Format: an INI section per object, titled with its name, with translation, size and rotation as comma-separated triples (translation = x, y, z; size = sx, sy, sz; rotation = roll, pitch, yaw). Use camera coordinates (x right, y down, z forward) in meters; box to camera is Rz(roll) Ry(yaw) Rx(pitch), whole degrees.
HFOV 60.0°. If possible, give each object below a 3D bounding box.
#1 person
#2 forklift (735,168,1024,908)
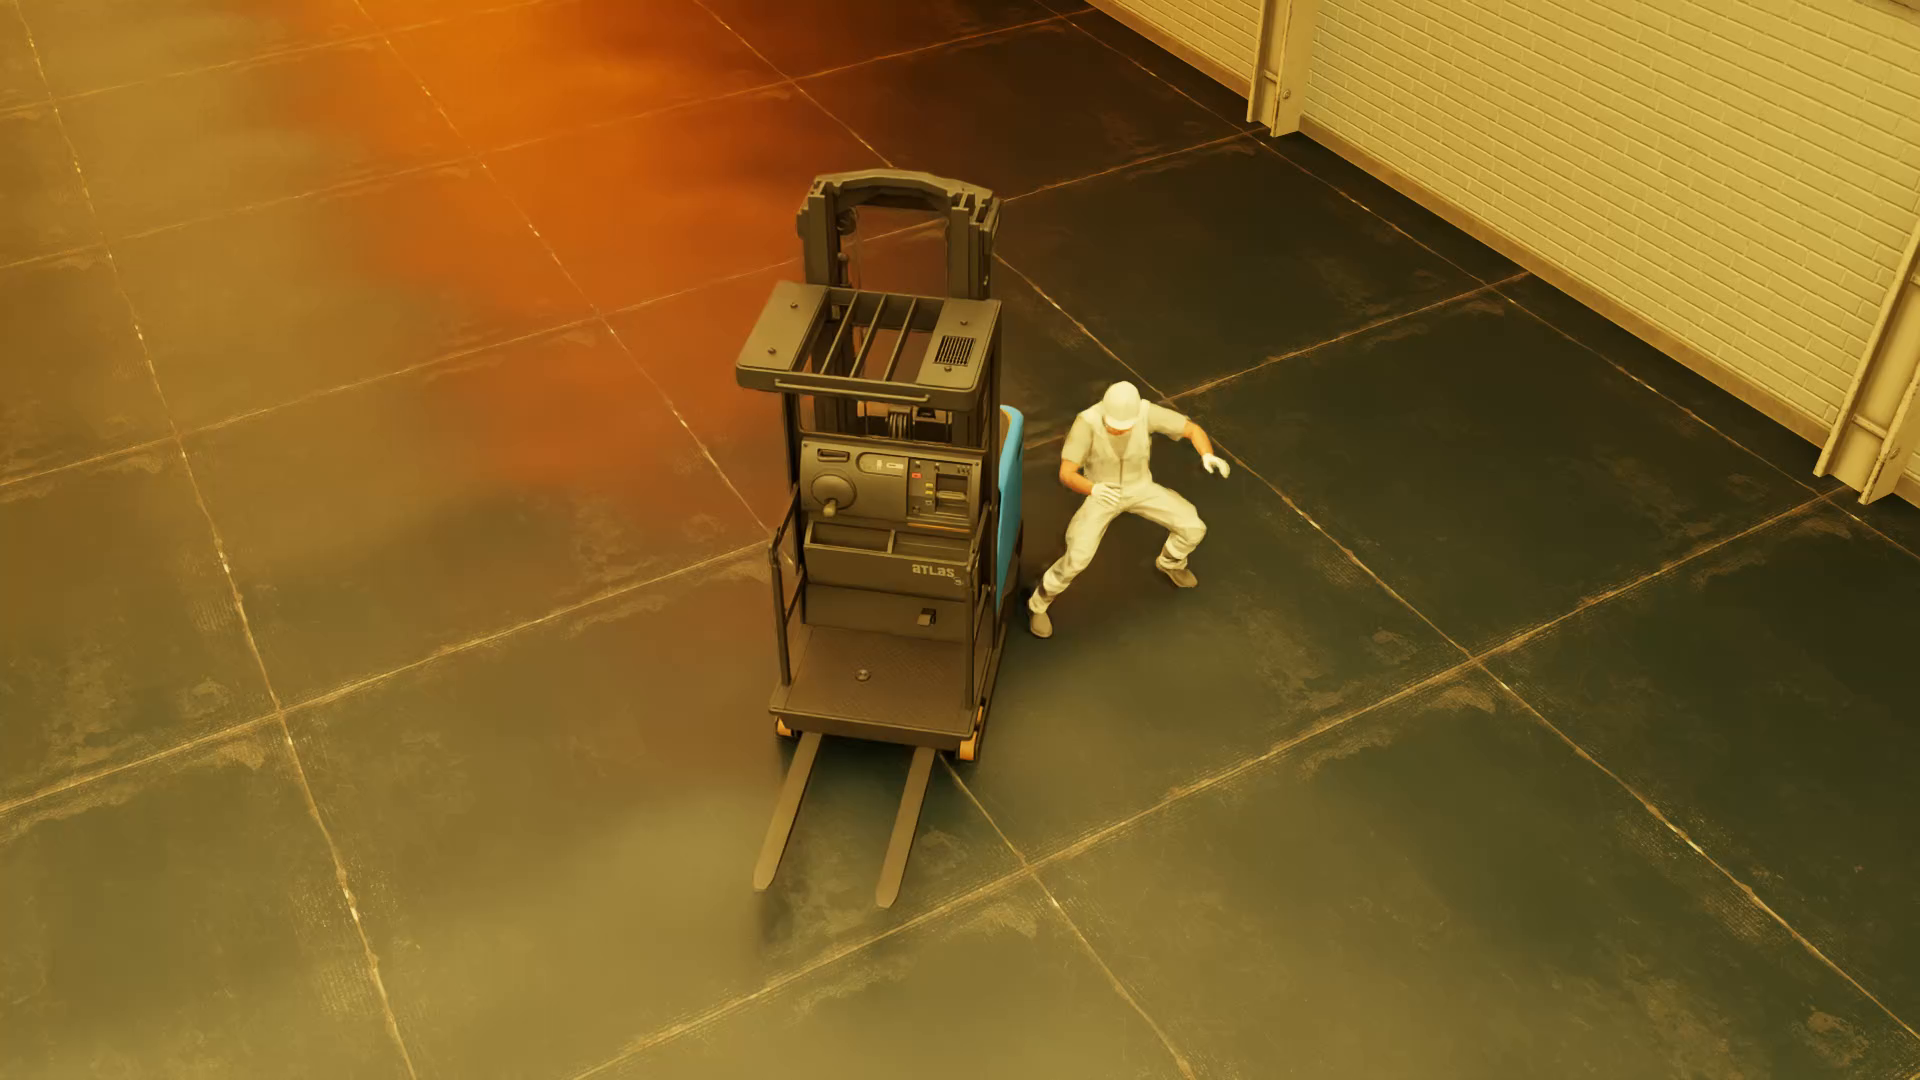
[person]
translation = 0.911, -0.217, 9.414
size = 1.069, 1.535, 0.734
rotation = -5, 40, -6
[forklift]
translation = -0.390, -0.202, 8.279
size = 1.130, 2.935, 3.031
rotation = 7, 40, 8
